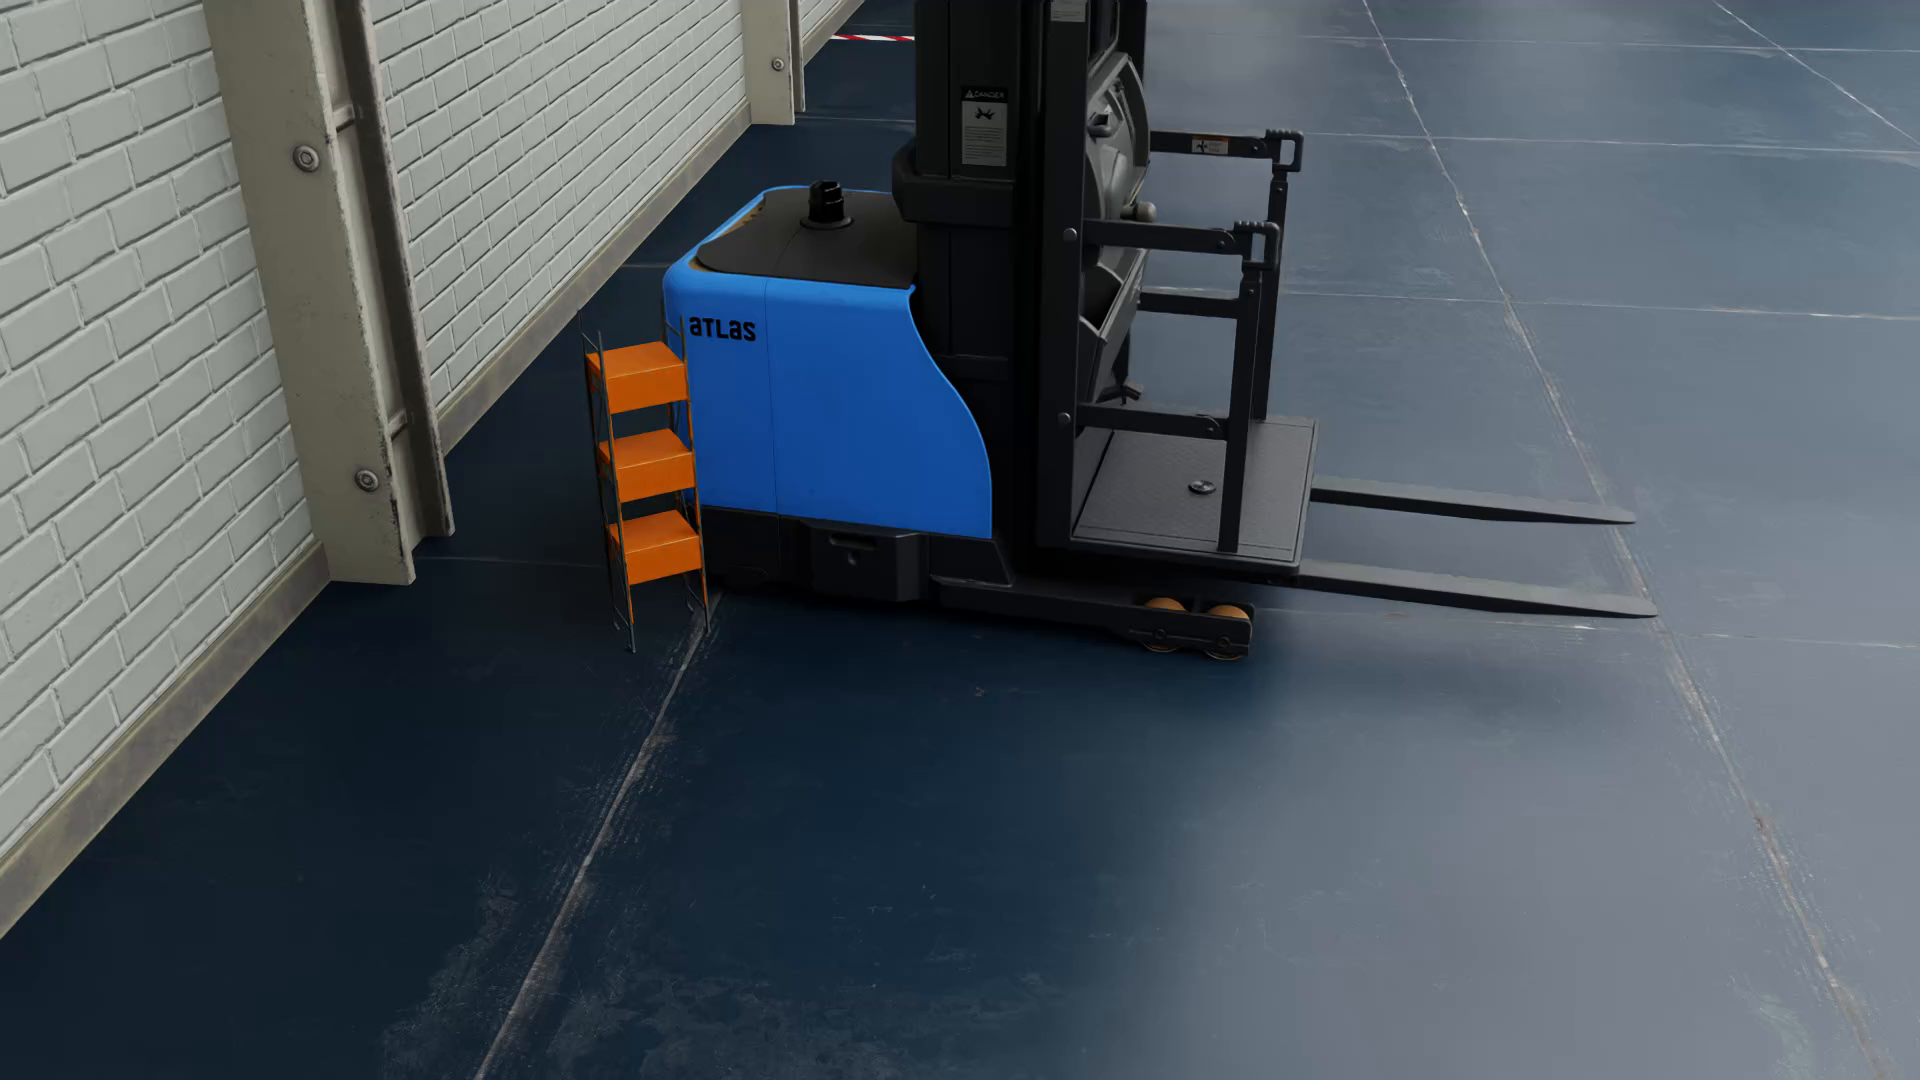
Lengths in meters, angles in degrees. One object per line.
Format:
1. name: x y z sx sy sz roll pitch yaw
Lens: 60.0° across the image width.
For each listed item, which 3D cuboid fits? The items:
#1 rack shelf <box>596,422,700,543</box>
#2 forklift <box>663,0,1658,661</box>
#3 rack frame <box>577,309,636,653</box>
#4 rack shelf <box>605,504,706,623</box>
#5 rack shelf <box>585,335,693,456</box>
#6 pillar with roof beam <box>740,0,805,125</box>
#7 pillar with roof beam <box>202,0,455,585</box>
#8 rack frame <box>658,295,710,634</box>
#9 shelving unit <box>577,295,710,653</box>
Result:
1. rack shelf: -0.940 -0.175 4.990 0.240 0.259 0.215 -14 31 -25
2. forklift: 0.658 -1.201 4.889 3.031 2.935 1.130 7 29 12
3. rack frame: -1.047 -0.157 4.934 0.008 1.050 0.200 -14 31 -25
4. rack shelf: -0.940 0.070 5.122 0.240 0.259 0.215 -14 31 -25
5. rack shelf: -0.940 -0.425 4.856 0.240 0.259 0.215 -14 31 -25
6. pillar with roof beam: 3.067 -6.489 8.307 9.100 9.000 0.400 3 28 6
7. pillar with roof beam: 2.332 -3.665 3.065 9.100 9.000 0.400 3 28 6
8. rack frame: -0.832 -0.212 5.036 0.008 1.050 0.200 -14 31 -25
9. shelving unit: -0.940 -0.184 4.985 0.252 1.050 0.215 -14 31 -25
